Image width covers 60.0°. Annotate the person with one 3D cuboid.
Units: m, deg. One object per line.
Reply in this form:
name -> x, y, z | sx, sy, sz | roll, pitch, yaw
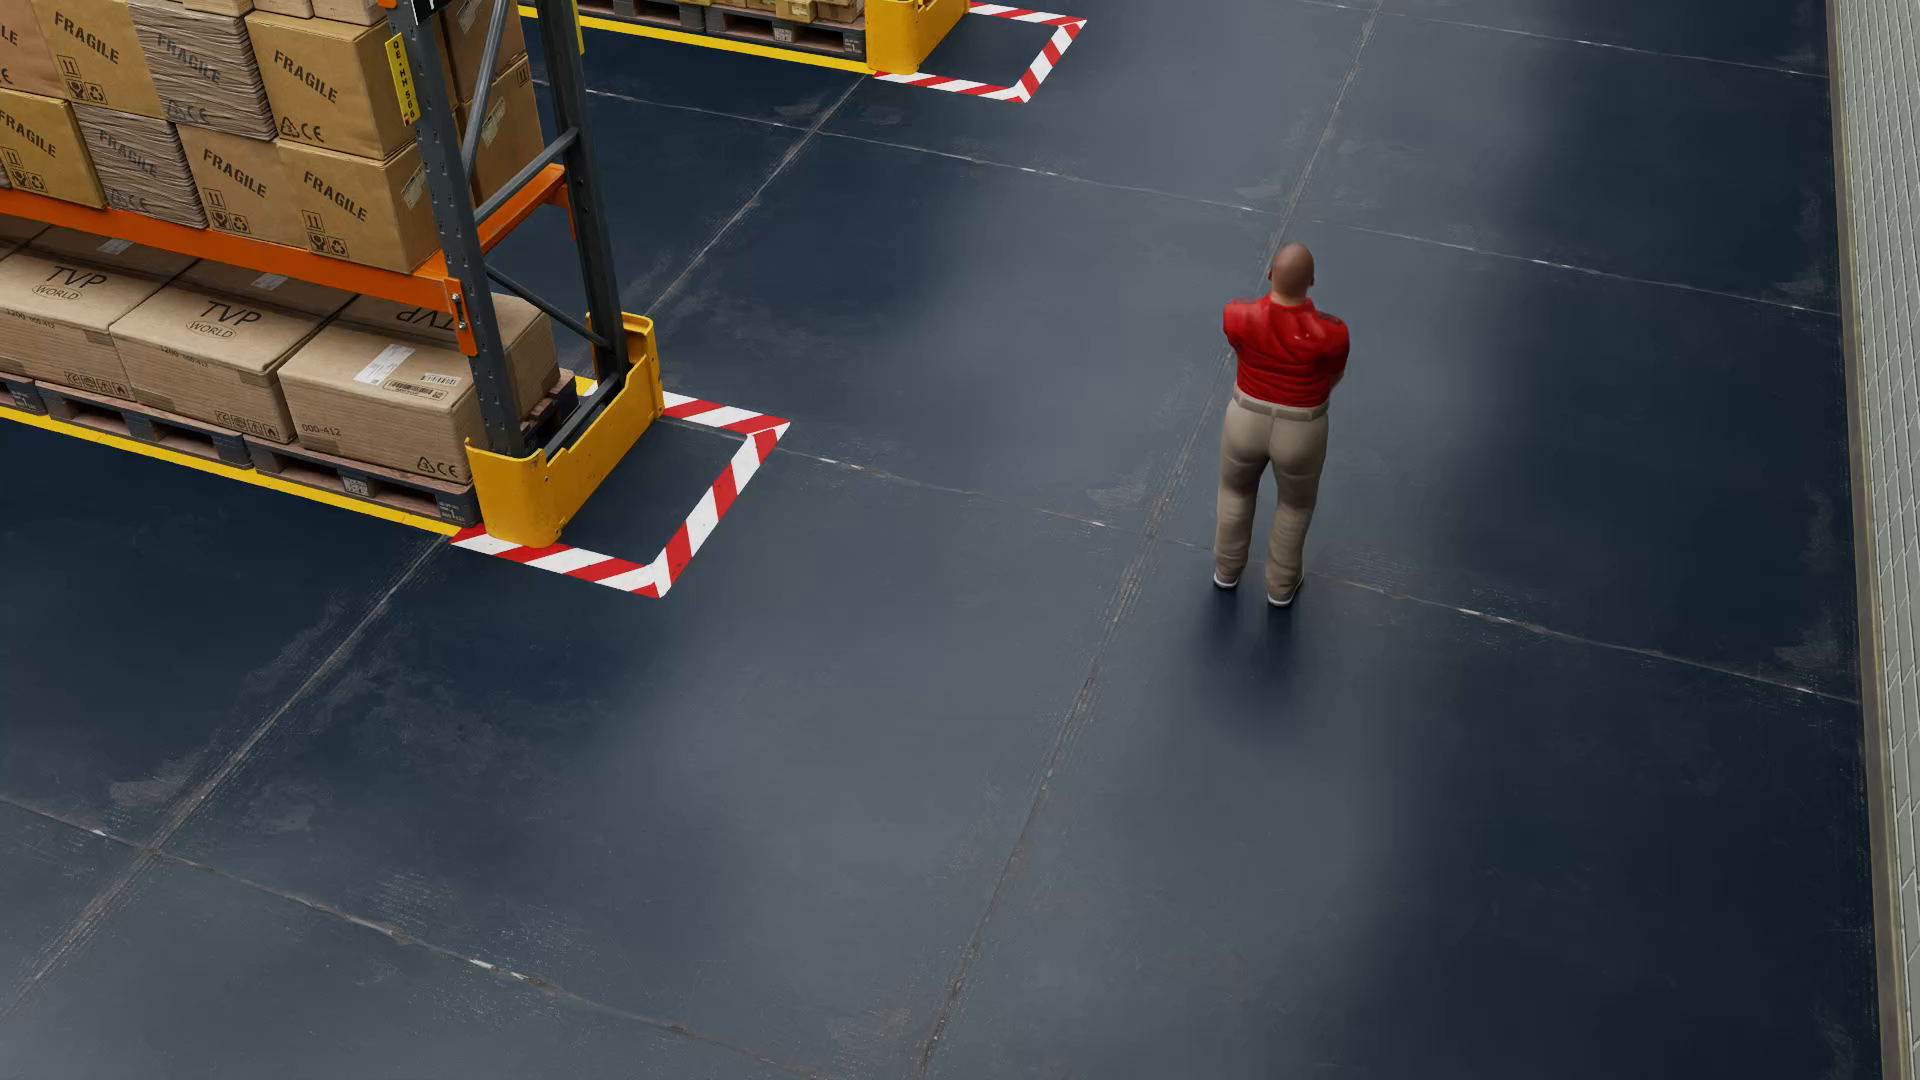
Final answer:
person -> 1.290, -0.511, 6.763 | 0.493, 1.721, 0.532 | 14, 43, 15
